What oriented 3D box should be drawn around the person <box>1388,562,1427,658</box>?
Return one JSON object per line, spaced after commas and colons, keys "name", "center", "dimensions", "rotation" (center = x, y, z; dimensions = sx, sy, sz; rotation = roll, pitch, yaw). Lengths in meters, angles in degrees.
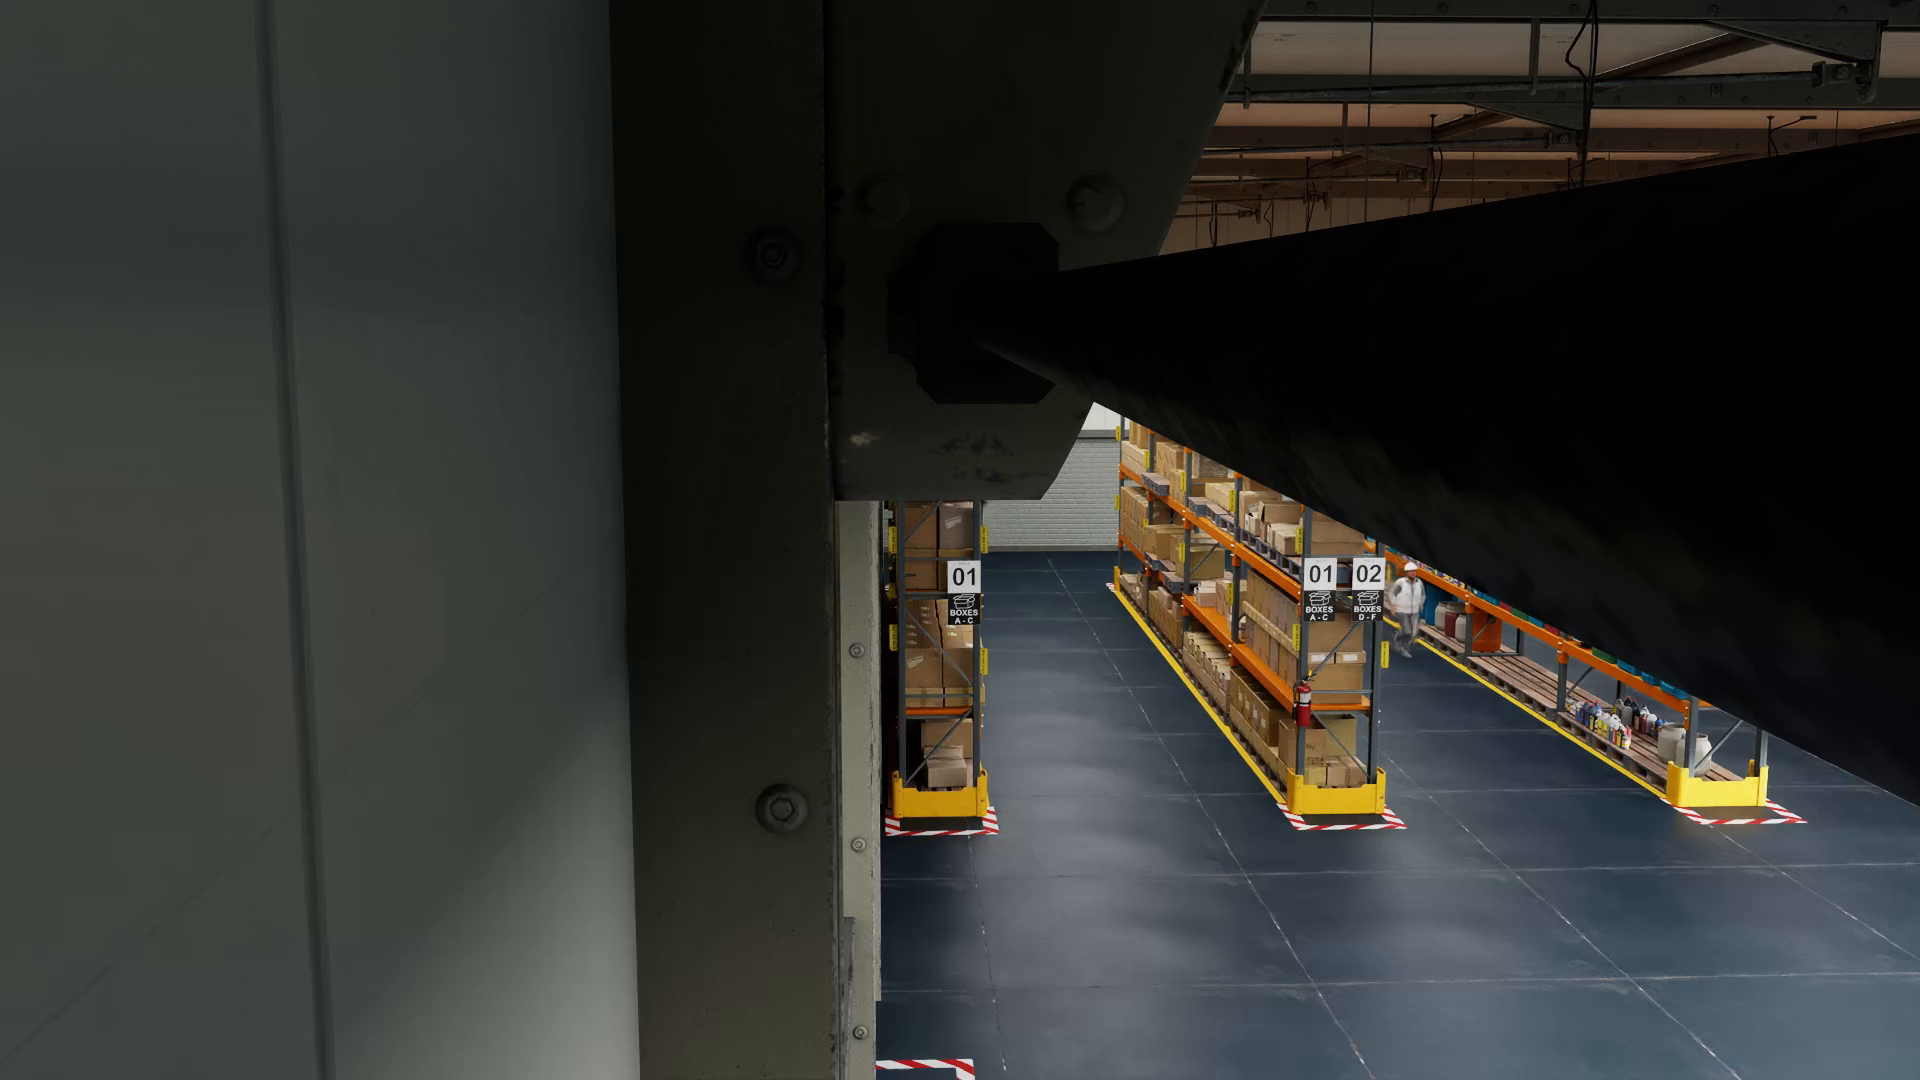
{"name": "person", "center": [7.943, 1.254, 29.414], "dimensions": [0.644, 1.723, 0.610], "rotation": [-1, 8, -7]}
